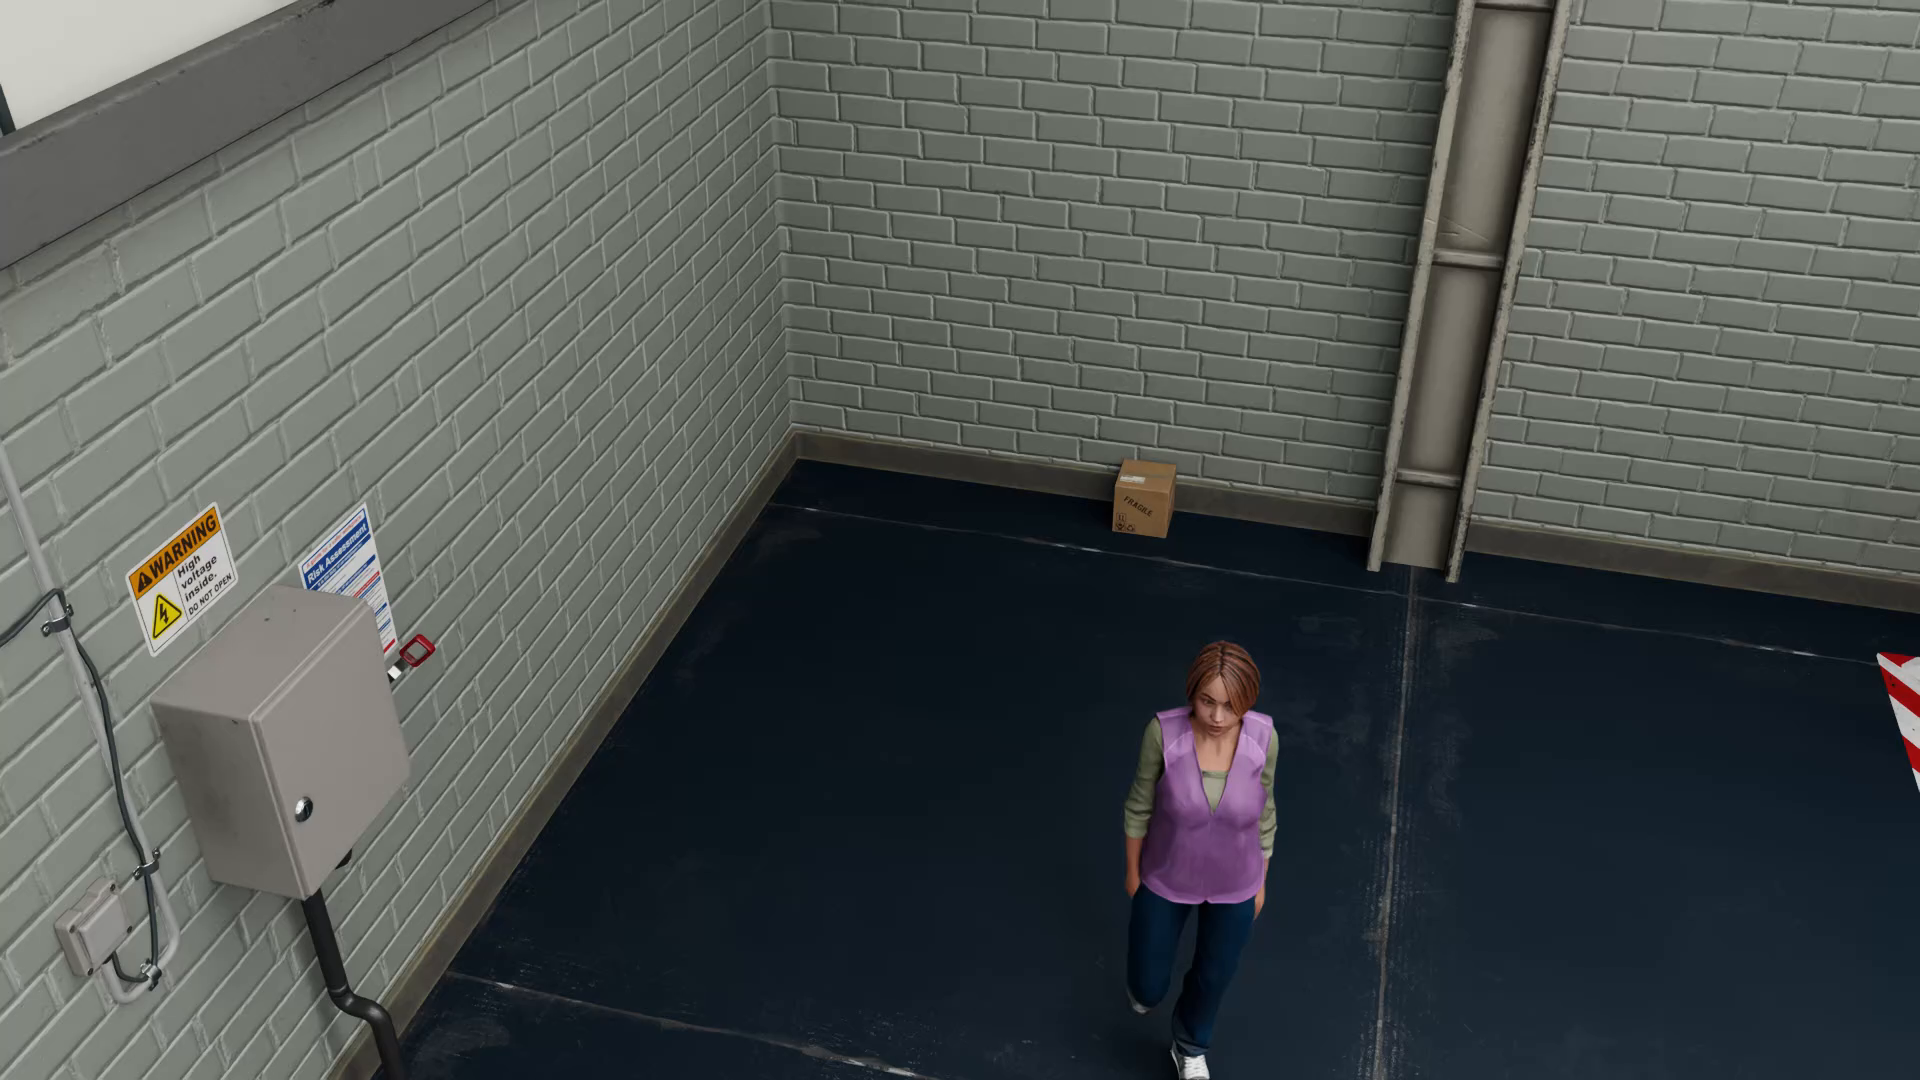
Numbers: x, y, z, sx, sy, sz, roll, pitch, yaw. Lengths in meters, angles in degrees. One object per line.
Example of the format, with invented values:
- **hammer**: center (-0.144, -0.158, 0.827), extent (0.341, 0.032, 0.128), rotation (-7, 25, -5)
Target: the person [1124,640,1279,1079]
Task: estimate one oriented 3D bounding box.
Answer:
- **person**: center (0.661, 0.927, 4.719), extent (0.418, 1.561, 0.487), rotation (1, 33, 1)
